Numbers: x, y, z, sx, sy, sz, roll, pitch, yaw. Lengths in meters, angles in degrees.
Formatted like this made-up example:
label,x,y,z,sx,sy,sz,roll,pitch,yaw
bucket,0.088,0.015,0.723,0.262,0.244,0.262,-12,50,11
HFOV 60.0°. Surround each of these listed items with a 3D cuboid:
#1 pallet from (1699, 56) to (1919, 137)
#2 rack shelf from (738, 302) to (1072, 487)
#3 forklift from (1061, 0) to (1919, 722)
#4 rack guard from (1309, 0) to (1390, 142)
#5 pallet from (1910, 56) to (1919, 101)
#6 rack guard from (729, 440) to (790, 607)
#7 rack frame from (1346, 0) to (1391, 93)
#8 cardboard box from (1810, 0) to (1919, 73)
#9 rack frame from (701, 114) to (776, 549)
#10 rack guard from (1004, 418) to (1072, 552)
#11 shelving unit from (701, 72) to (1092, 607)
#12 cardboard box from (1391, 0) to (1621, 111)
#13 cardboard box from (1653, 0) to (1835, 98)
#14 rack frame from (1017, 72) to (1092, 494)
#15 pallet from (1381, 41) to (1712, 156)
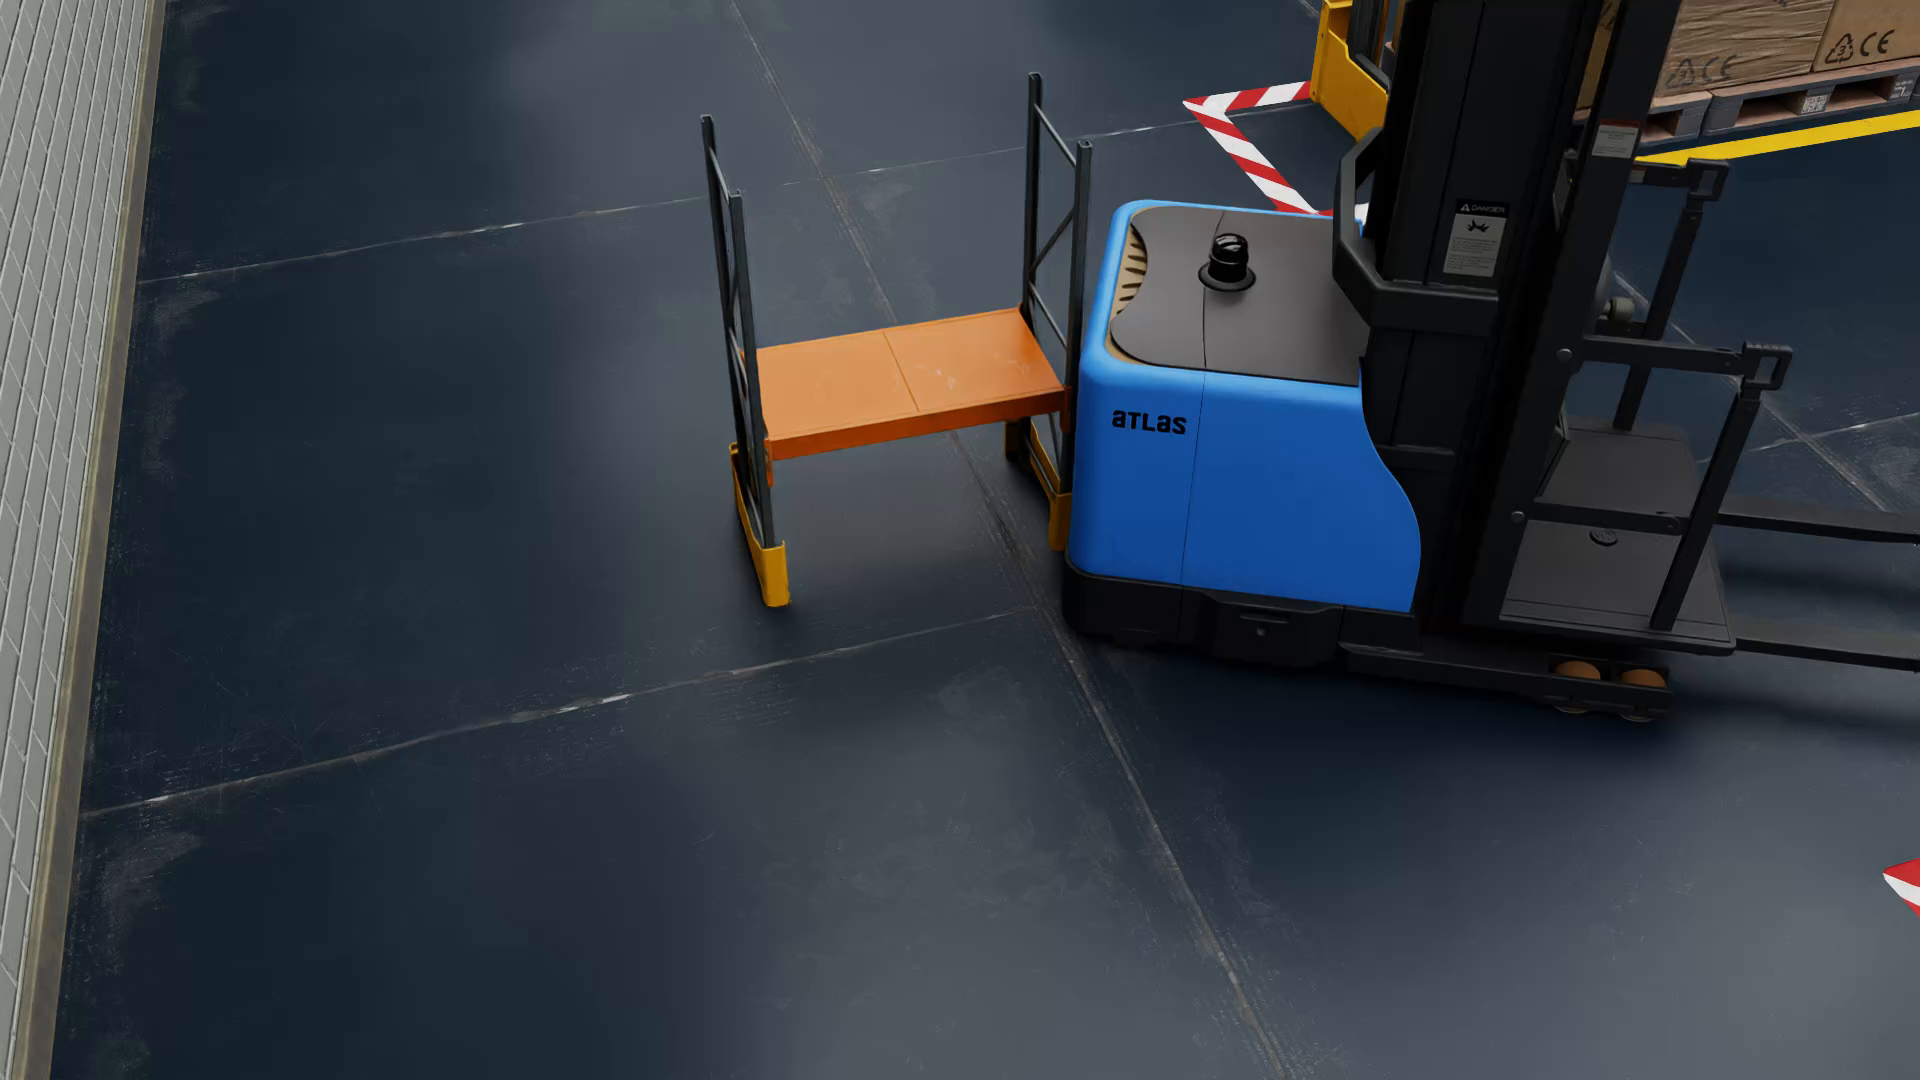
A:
label,x,y,z,sx,sy,sz,roll,pitch,yaw
pallet,3.985,-2.437,8.378,1.213,0.211,1.003,-12,42,-13
rack shelf,-0.193,-0.489,5.443,1.000,0.185,0.538,-11,42,-12
forklift,1.895,-0.926,4.582,3.031,2.935,1.130,7,42,8
rack guard,2.061,-2.095,7.768,0.348,0.500,1.175,-12,42,-13
pallet,5.150,-2.680,8.657,1.213,0.211,1.003,-12,42,-13
rack guard,-0.680,-0.061,5.630,0.087,0.250,0.587,-11,42,-12
rack frame,2.084,-3.041,6.951,0.127,3.000,1.000,-12,42,-13
cardboard box,4.387,-2.931,8.121,0.875,0.875,0.875,-12,42,-13
rack frame,-0.682,-0.532,5.219,0.032,1.500,0.500,-11,42,-12
rack guard,0.277,-0.243,5.838,0.087,0.250,0.587,-11,42,-12
shelving unit,-0.202,-0.623,5.323,1.083,1.500,0.587,-11,42,-12
cardboard box,2.670,-2.576,7.714,0.875,0.875,0.875,-12,42,-13
cardboard box,3.538,-2.755,7.920,0.875,0.875,0.875,-12,42,-13
rack frame,0.295,-0.717,5.431,0.032,1.500,0.500,-11,42,-12
pallet,2.823,-2.198,8.105,1.213,0.211,1.003,-12,42,-13
